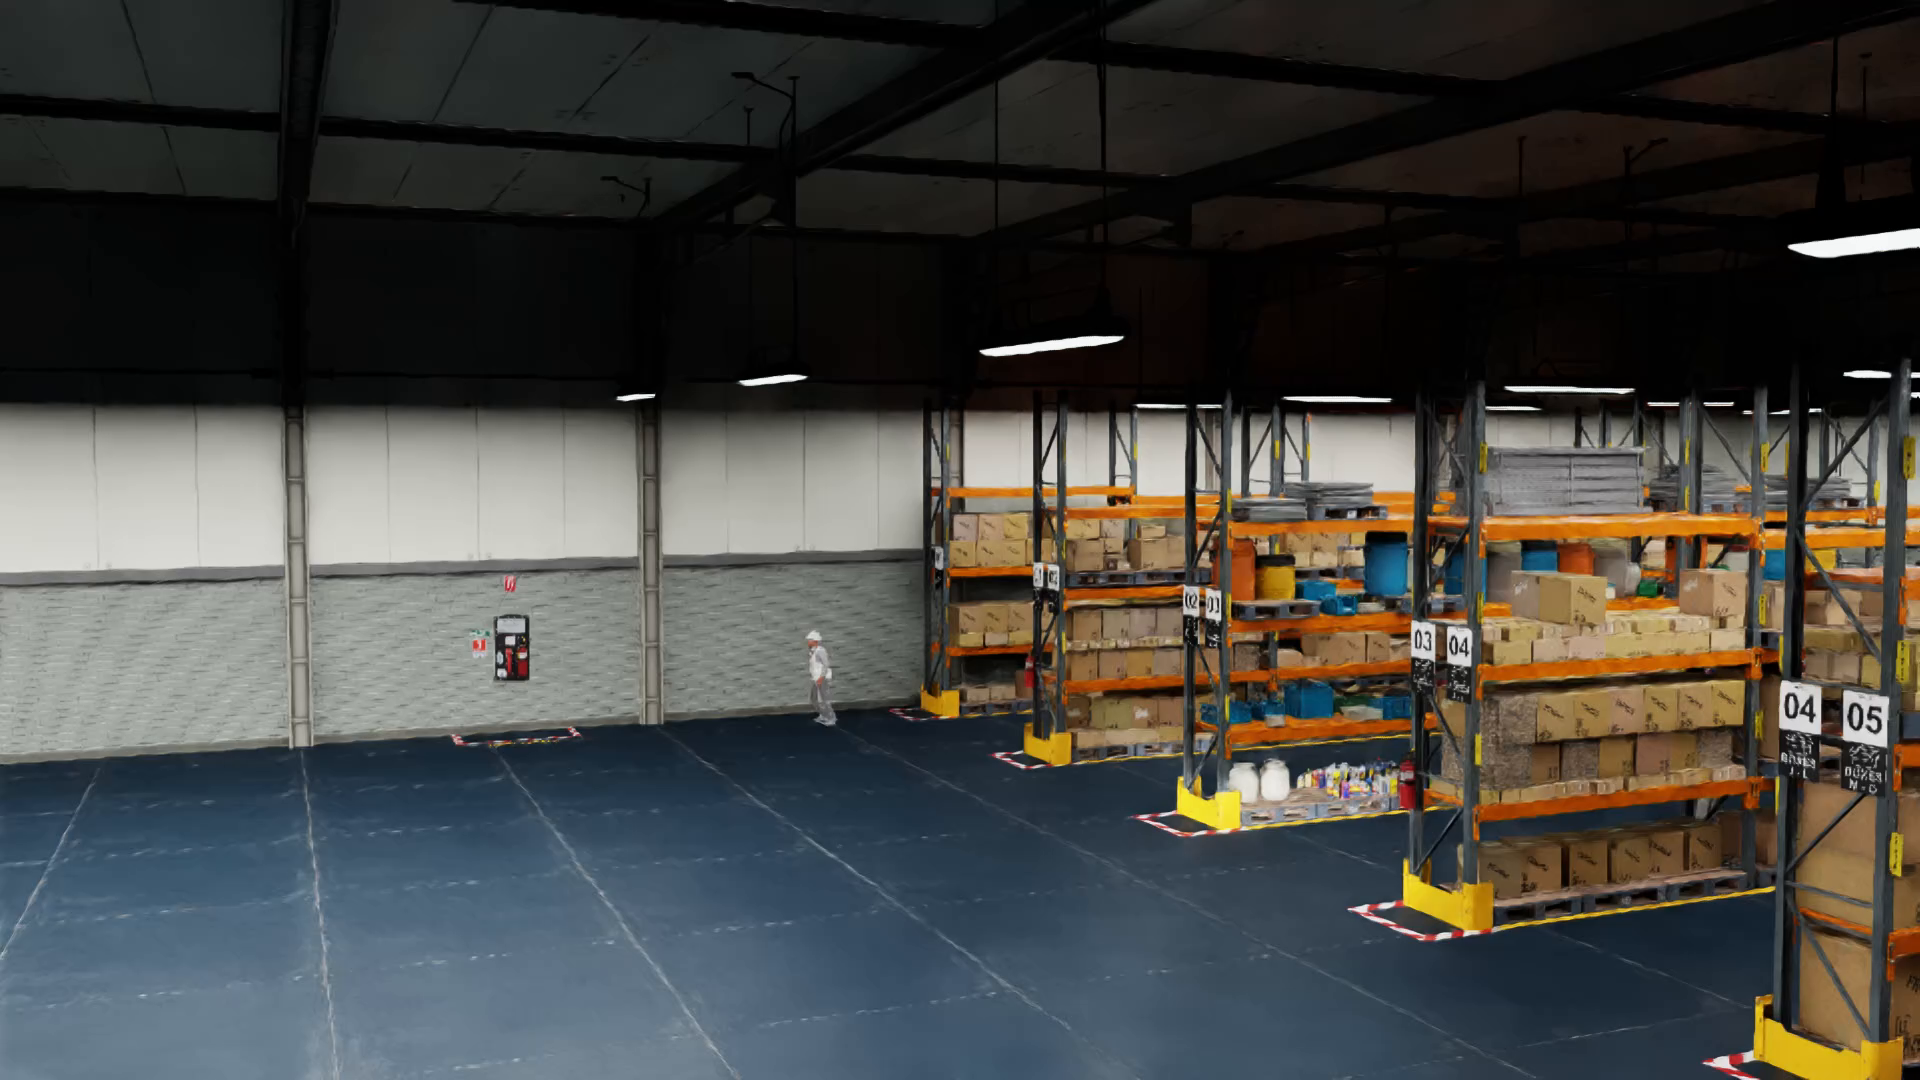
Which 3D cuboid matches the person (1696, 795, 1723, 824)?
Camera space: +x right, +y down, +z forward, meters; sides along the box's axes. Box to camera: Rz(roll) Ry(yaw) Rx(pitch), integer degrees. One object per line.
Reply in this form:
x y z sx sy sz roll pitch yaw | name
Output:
9.959 2.984 21.916 0.475 1.762 0.589 2 4 36 | person

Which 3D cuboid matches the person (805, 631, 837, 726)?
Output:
-2.556 2.521 30.393 0.574 1.726 0.677 -2 4 -24 | person
